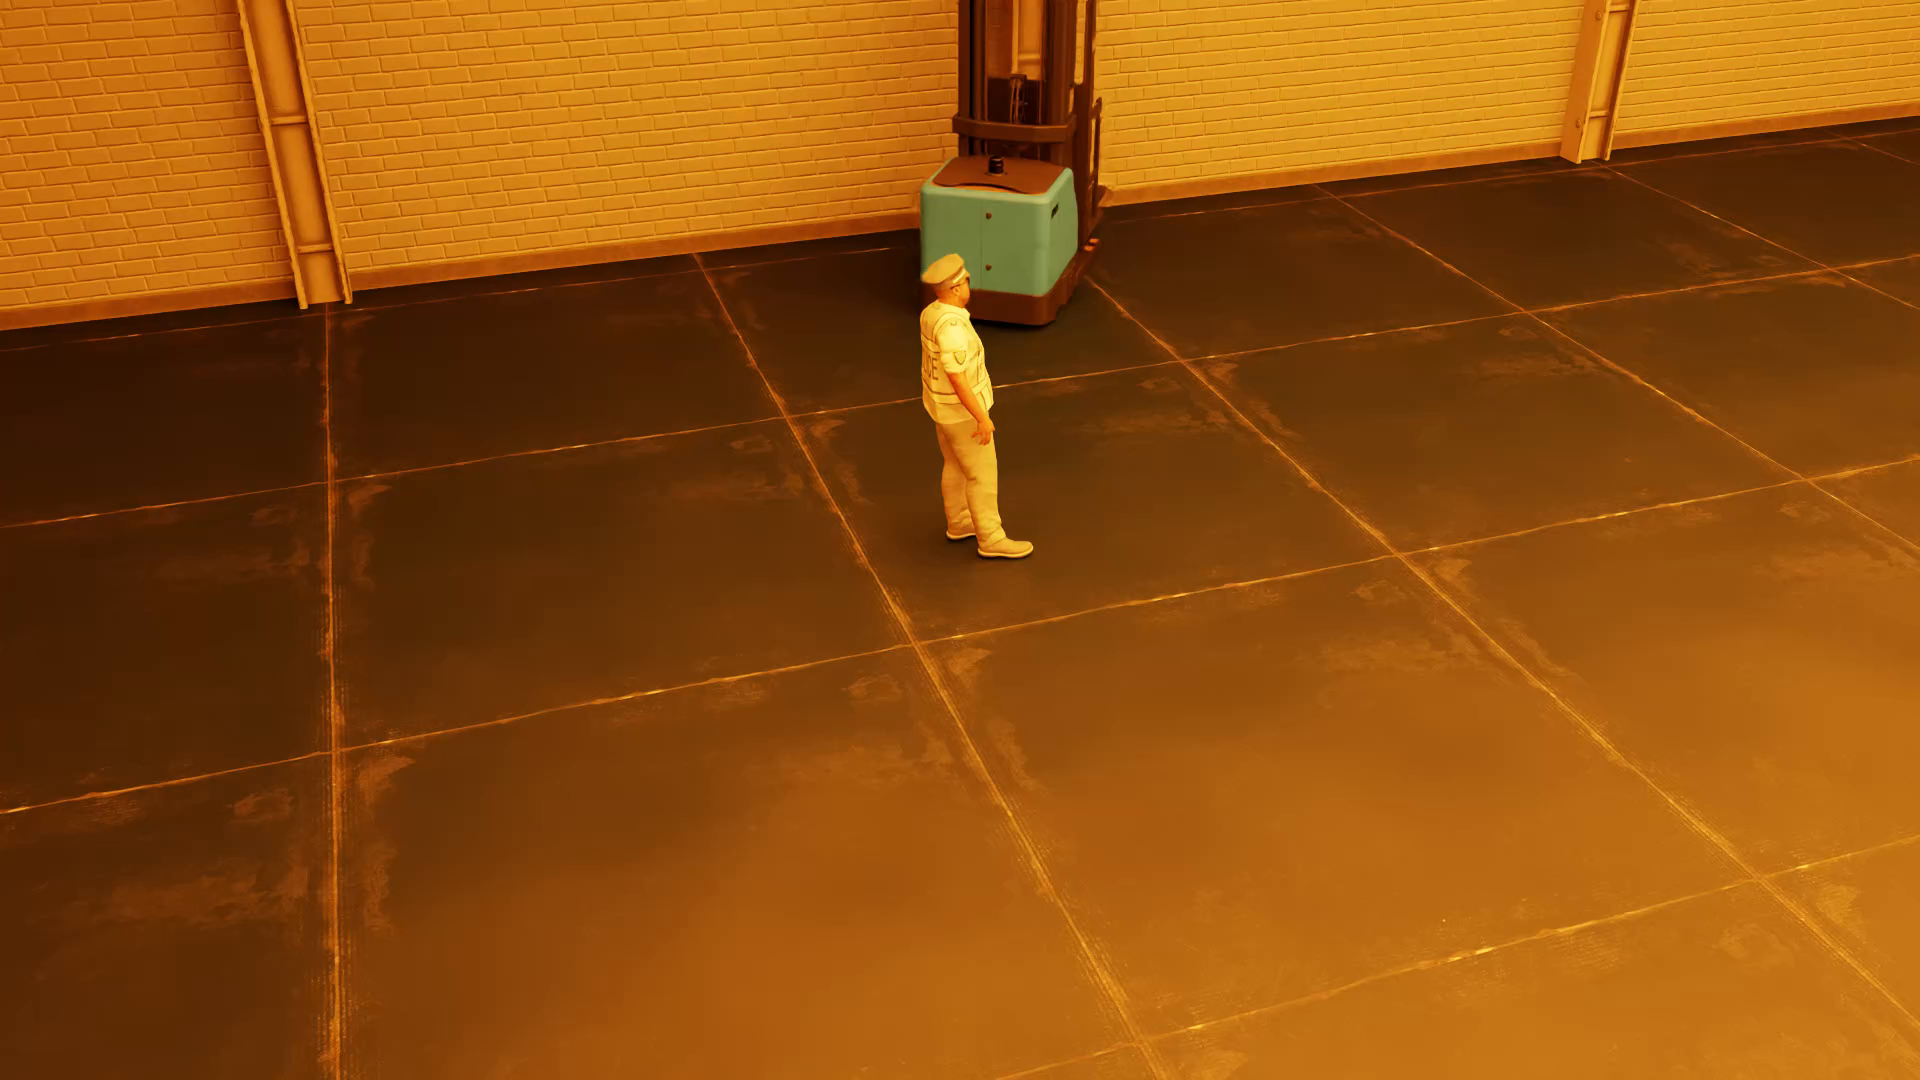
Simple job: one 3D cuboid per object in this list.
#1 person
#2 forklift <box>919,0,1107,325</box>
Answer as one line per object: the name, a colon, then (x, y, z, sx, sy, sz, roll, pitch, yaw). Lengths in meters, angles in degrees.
person: (0.077, -0.785, 9.589, 0.575, 1.781, 0.640, -10, 31, -16)
forklift: (0.585, -3.636, 13.406, 1.130, 2.935, 3.031, 8, 31, 14)
